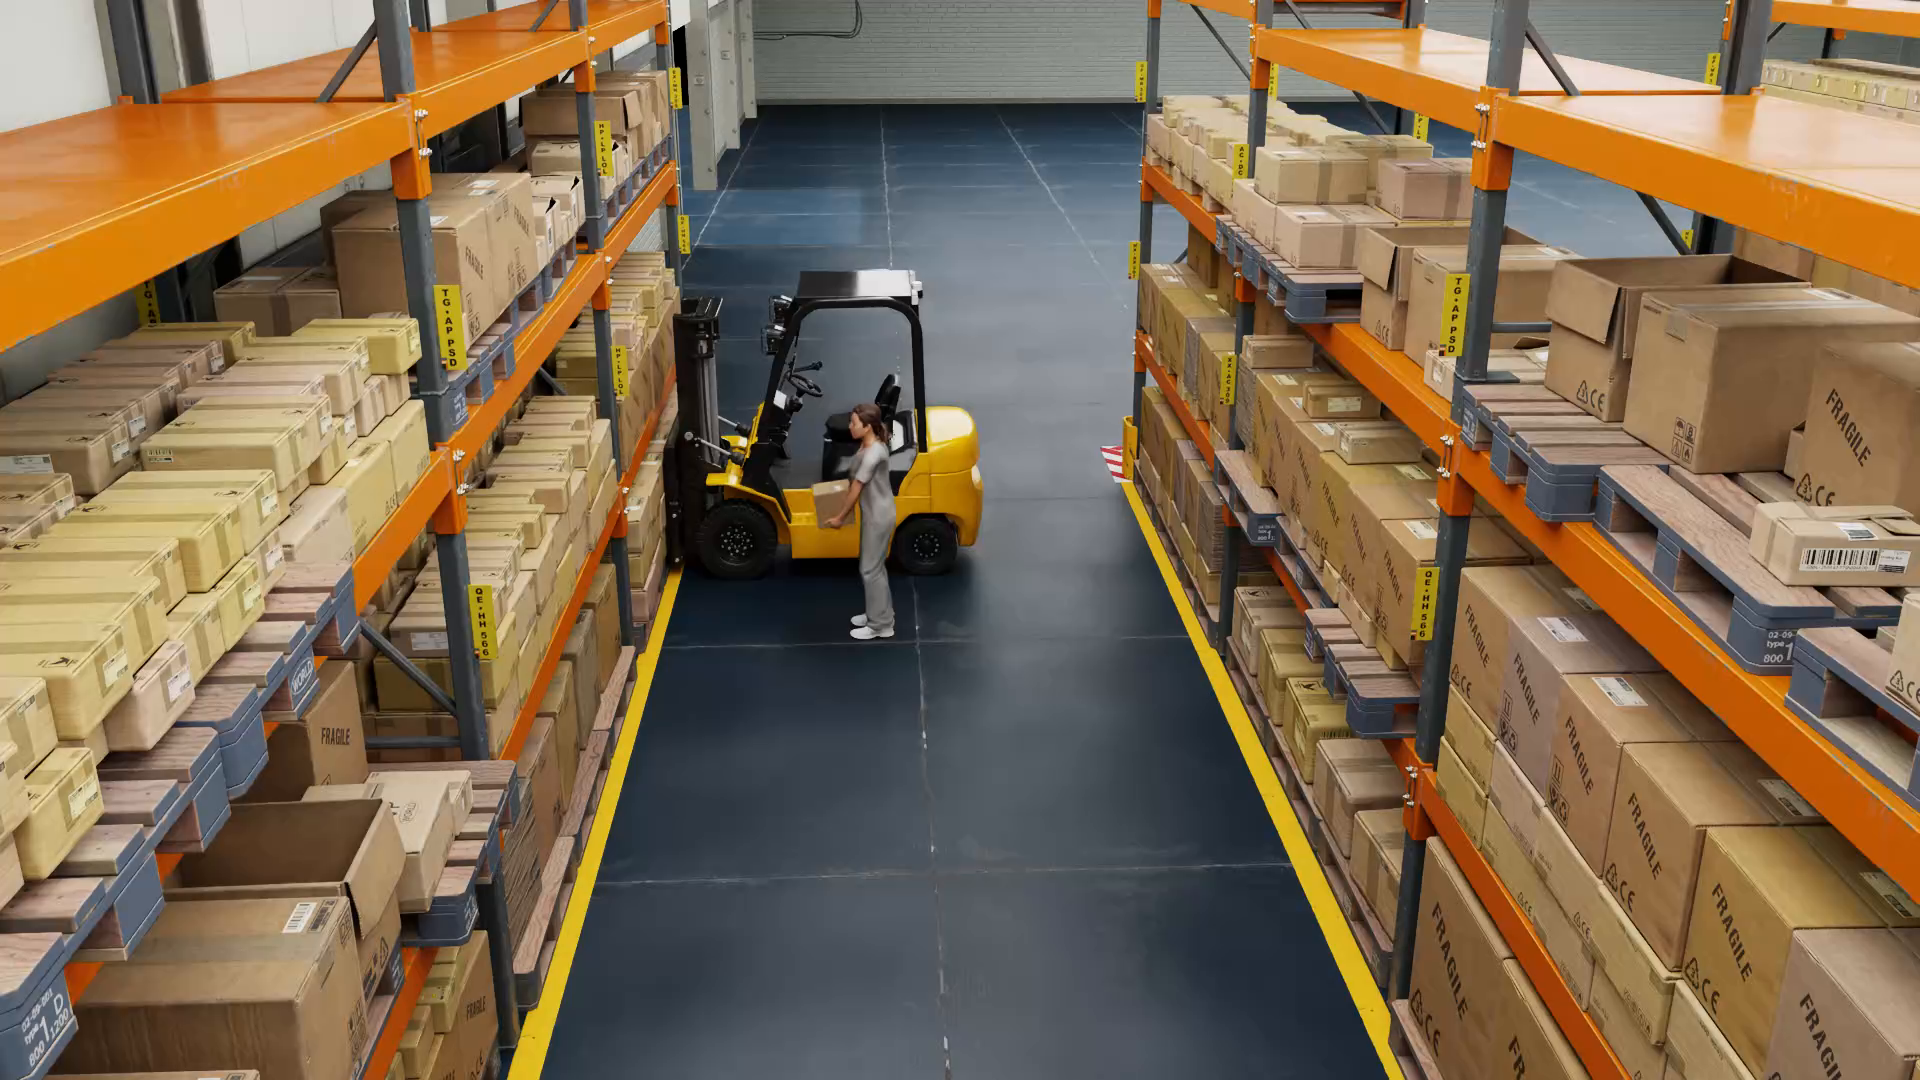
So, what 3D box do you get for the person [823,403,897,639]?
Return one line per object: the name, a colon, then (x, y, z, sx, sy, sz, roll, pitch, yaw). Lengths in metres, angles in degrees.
person: (-0.687, -0.136, 11.464, 0.508, 1.667, 0.410, -1, 21, -4)
